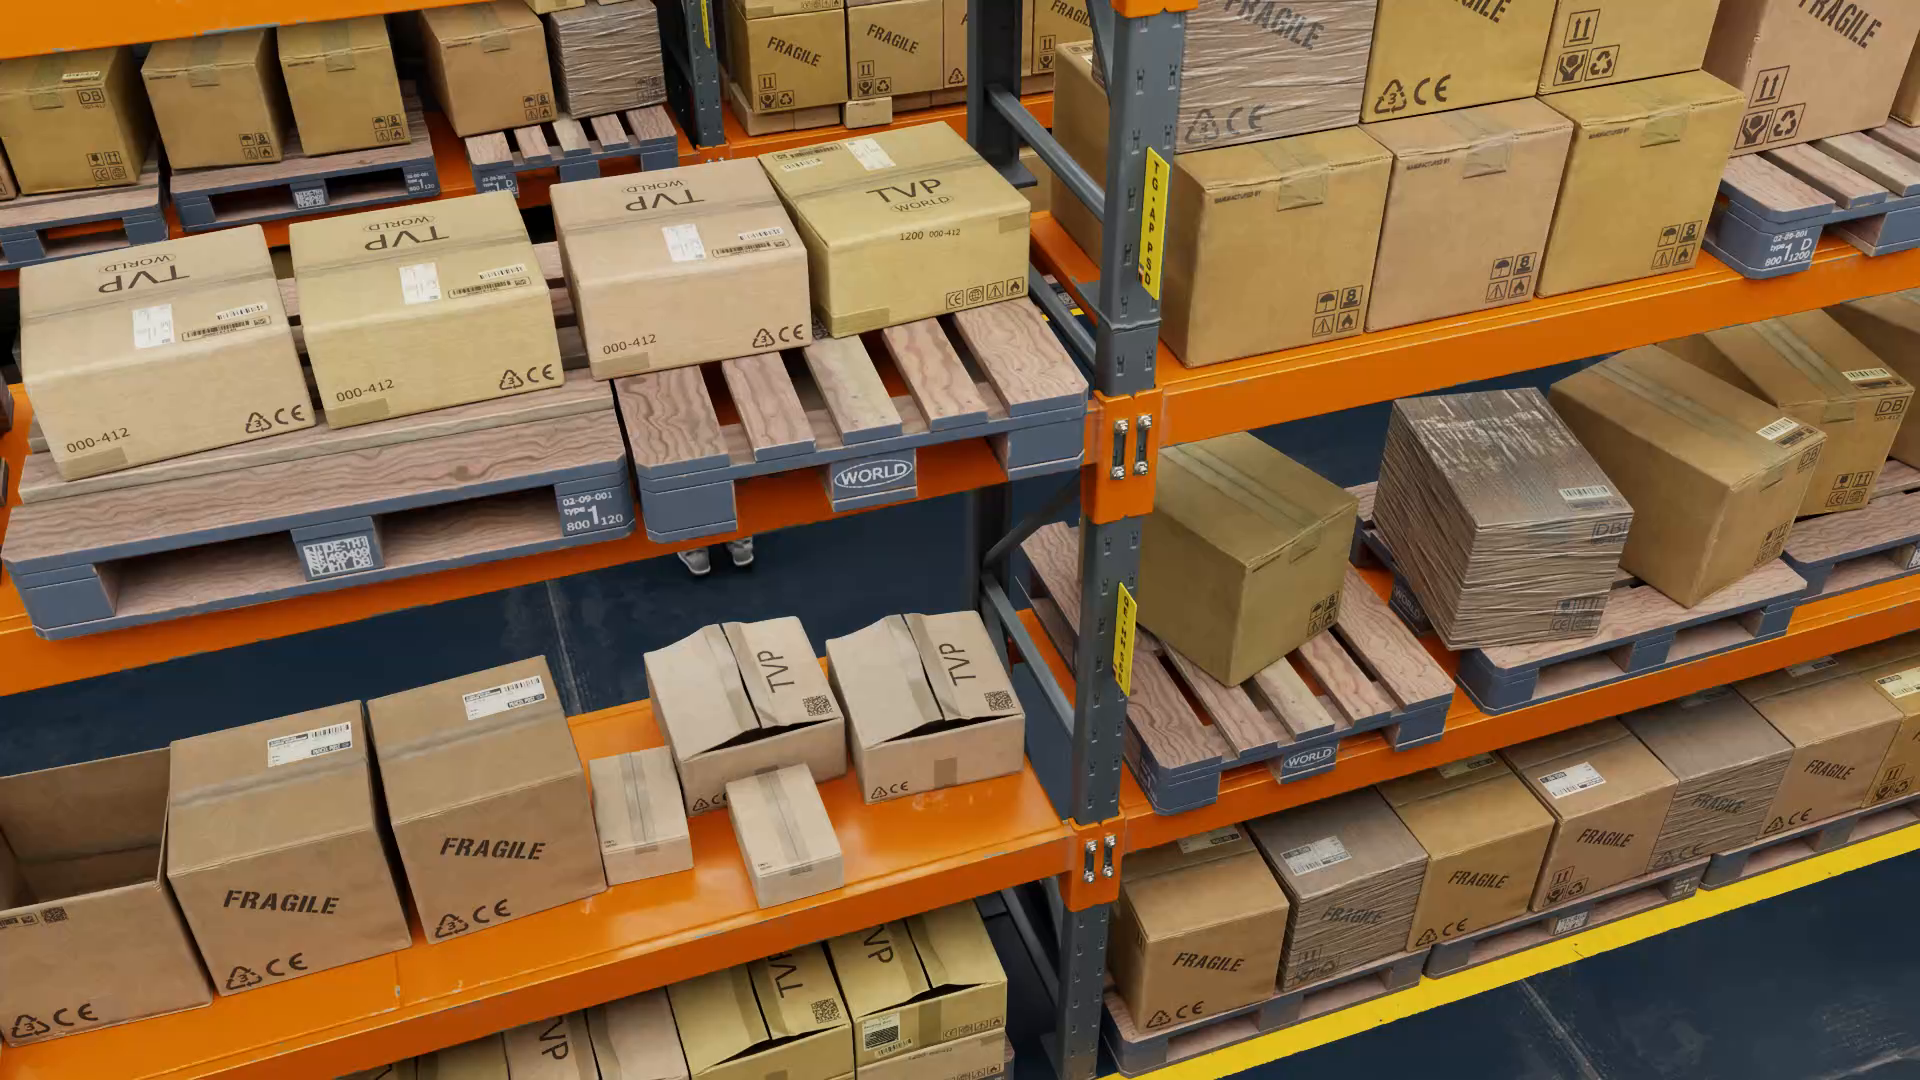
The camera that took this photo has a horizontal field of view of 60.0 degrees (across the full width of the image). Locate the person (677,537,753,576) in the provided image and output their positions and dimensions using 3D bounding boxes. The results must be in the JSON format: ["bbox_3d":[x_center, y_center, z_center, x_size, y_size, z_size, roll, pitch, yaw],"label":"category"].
[{"bbox_3d":[-1.228,-0.342,7.779,0.489,0.985,0.844,-13,40,-16],"label":"person"}]
